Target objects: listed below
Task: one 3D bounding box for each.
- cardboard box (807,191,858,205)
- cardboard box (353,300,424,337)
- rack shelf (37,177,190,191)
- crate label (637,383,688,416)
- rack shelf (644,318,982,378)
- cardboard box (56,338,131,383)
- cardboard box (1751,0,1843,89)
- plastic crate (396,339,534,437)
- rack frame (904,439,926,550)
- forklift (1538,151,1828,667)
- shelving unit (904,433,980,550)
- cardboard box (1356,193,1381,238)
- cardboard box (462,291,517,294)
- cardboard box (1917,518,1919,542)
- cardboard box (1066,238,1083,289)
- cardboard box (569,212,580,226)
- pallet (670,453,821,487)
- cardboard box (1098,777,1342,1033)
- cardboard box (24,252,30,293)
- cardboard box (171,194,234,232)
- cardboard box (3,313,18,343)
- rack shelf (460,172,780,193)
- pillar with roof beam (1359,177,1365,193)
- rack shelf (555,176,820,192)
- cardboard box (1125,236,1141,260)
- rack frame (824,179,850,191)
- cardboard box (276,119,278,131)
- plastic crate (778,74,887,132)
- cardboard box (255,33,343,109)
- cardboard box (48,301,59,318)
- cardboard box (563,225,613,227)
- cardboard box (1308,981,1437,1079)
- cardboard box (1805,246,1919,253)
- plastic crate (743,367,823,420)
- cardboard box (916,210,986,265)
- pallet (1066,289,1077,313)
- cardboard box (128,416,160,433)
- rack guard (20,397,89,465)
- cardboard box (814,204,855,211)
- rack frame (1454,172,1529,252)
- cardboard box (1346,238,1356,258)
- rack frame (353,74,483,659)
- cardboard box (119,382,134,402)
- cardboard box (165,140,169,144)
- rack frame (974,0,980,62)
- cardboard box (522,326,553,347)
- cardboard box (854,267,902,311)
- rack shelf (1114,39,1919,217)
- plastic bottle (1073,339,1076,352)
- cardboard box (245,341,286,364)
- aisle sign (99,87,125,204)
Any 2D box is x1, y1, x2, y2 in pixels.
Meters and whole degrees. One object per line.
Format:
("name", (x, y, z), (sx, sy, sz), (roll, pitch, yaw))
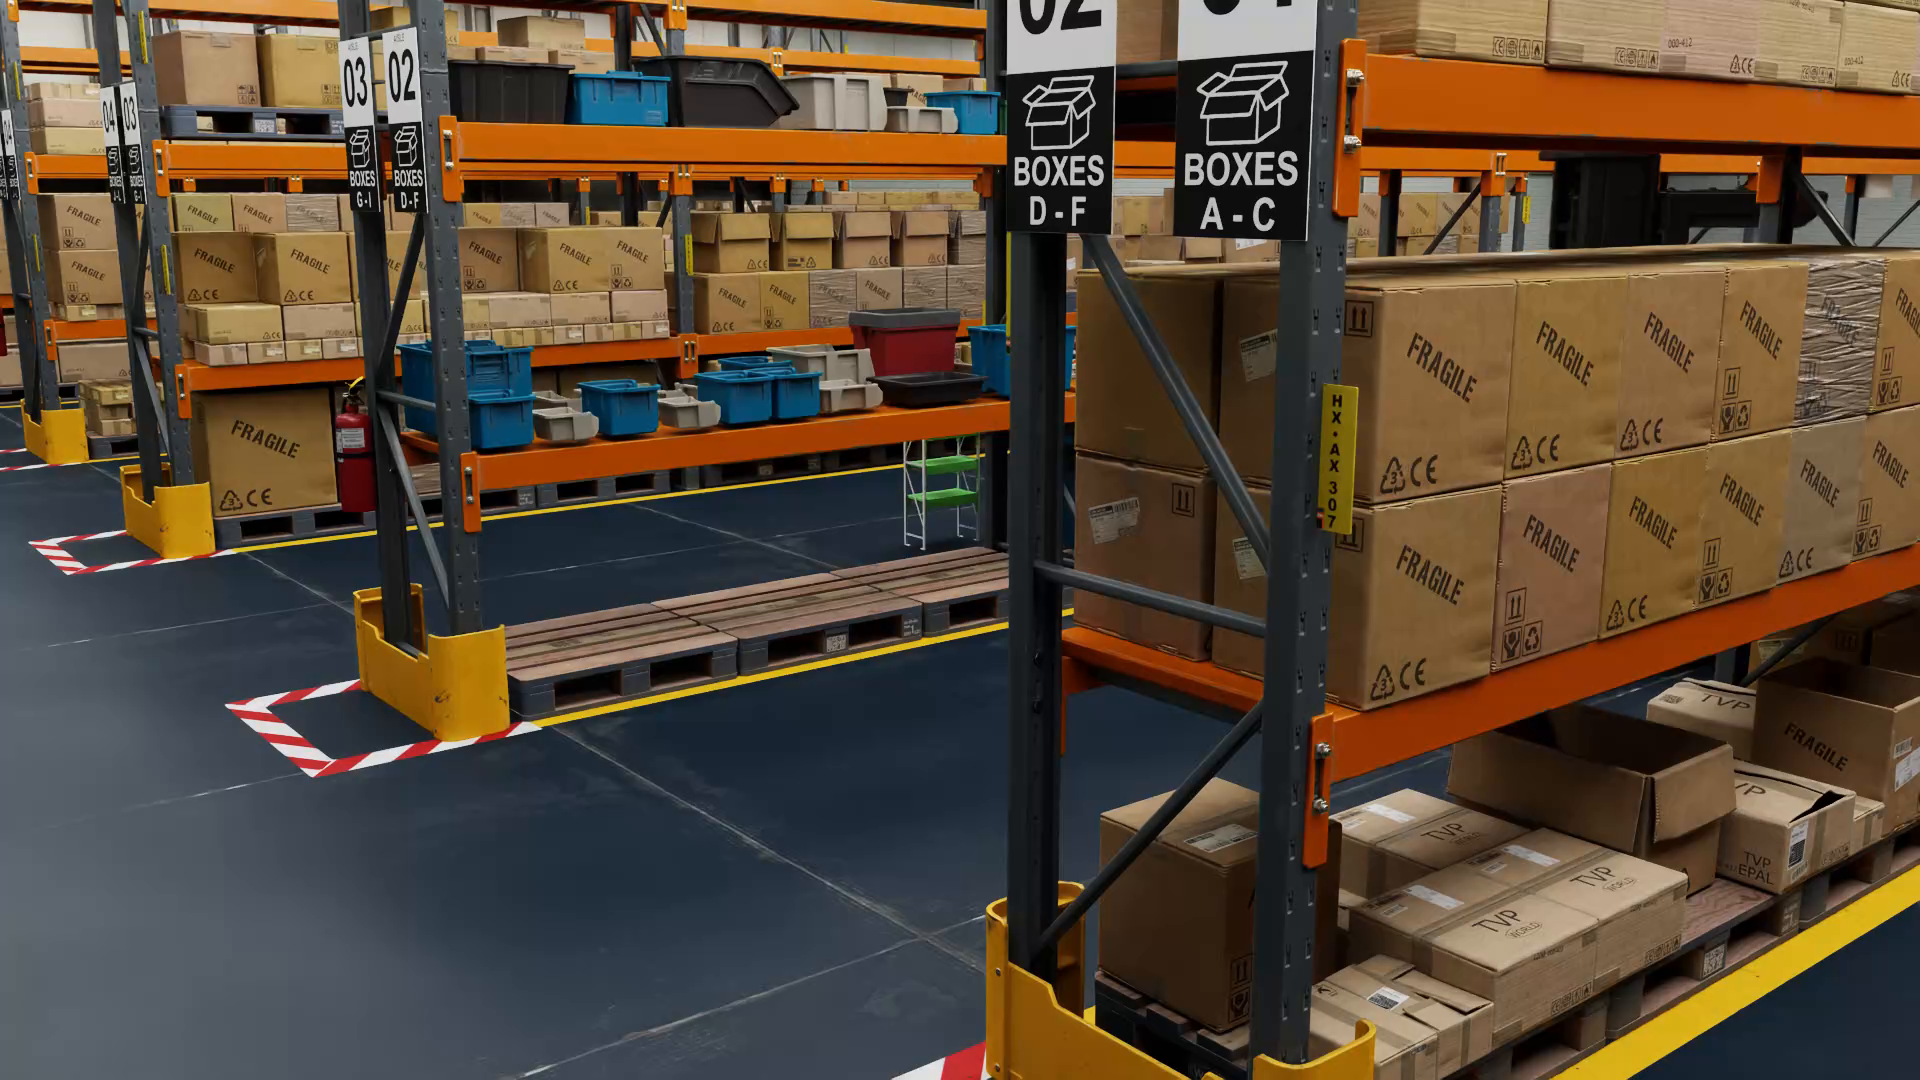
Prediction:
("cardboard box", (-2.038, -5.320, 26.596), (0.500, 0.500, 0.700), (-10, 15, -38))
("cardboard box", (-4.357, -1.674, 12.434), (0.500, 0.250, 0.500), (-10, 16, -40))
("rack shelf", (-13.430, -5.237, 24.079), (4.000, 0.370, 1.077), (-9, 15, -38))
("crate label", (-1.641, -0.757, 8.964), (0.243, 0.136, 0.396), (-9, 15, -38))
("rack shelf", (-1.012, -1.876, 15.476), (4.000, 0.370, 1.077), (-9, 15, -38))
("cardboard box", (-10.725, -2.231, 20.572), (0.875, 0.438, 0.875), (-9, 15, -36))
("cardboard box", (2.223, -1.456, 4.903), (0.500, 0.250, 0.500), (-9, 15, -38))
("plastic crate", (-2.458, -0.767, 8.289), (0.499, 0.435, 0.616), (-9, 15, -38))
("rack frame", (-0.320, -0.534, 11.754), (0.015, 1.200, 0.240), (-9, 15, -38))
("forklift", (4.000, -0.867, 9.154), (3.031, 2.935, 1.130), (2, 12, 8))
("shelving unit", (-0.129, -0.565, 11.903), (0.503, 1.200, 0.258), (-9, 15, -38))
("cardboard box", (4.573, -3.773, 19.310), (0.500, 0.500, 0.500), (-9, 15, -38))
("cardboard box", (-3.896, -1.891, 13.456), (0.500, 0.250, 0.500), (-9, 15, -36))
("cardboard box", (3.382, -0.304, 6.098), (0.500, 0.500, 0.500), (-9, 15, -37))
("cardboard box", (0.947, -2.819, 16.930), (0.500, 0.500, 0.500), (11, 16, 43))
("cardboard box", (-5.459, -4.599, 24.598), (0.500, 0.500, 0.500), (-10, 16, -39))
("pallet", (-2.018, -0.717, 14.998), (1.213, 0.211, 1.003), (-9, 15, -38))
("cardboard box", (0.760, 1.054, 4.900), (0.500, 0.500, 0.500), (-9, 15, -38))
("cardboard box", (-10.956, -3.192, 19.699), (0.500, 0.500, 0.500), (-10, 15, -38))
("cardboard box", (-7.390, -3.097, 16.126), (0.500, 0.500, 0.500), (-10, 15, -39))
("cardboard box", (-13.763, -3.013, 24.104), (0.500, 0.500, 0.700), (-9, 15, -35))
("rack shelf", (-4.031, -4.161, 19.015), (4.000, 0.370, 1.077), (-9, 15, -38))
("pillar with roof beam", (13.140, -10.566, 40.222), (0.548, 9.000, 9.100), (-9, 15, -38))
("rack shelf", (-4.079, -5.470, 25.179), (4.000, 0.370, 1.077), (-9, 15, -38))
("cardboard box", (2.196, -4.159, 24.131), (0.500, 0.550, 0.875), (-9, 15, -38))
("rack frame", (-2.498, -5.938, 32.871), (0.127, 3.000, 1.000), (-9, 15, -38))
("cardboard box", (-7.008, -4.118, 16.237), (0.500, 0.250, 0.500), (-10, 16, -40))
("plastic crate", (-0.679, -2.293, 8.771), (0.530, 0.282, 0.437), (-9, 15, -38))
("cardboard box", (-4.810, -3.350, 11.969), (0.500, 0.500, 0.700), (-10, 16, -40))
("cardboard box", (-8.638, -2.233, 16.027), (0.250, 0.149, 0.380), (-9, 15, -38))
("cardboard box", (-3.107, -2.387, 13.989), (0.500, 0.500, 0.500), (-9, 15, -38))
("cardboard box", (1.031, 1.338, 4.410), (0.250, 0.149, 0.380), (-9, 15, -38))
("cardboard box", (3.379, -0.792, 5.989), (0.500, 0.500, 0.500), (-9, 15, -37))
("plastic crate", (-0.942, -0.782, 8.850), (0.300, 0.233, 0.416), (-9, 15, -38))
("cardboard box", (-0.031, -2.935, 16.075), (0.637, 0.503, 0.797), (-9, 15, -36))
("pallet", (1.040, -2.504, 17.160), (1.003, 0.211, 1.213), (-9, 15, -38))
("cardboard box", (-7.954, -1.142, 16.136), (0.250, 0.149, 0.380), (-10, 15, -38))
("rack guard", (-8.657, -1.055, 15.891), (0.348, 0.500, 1.175), (-9, 15, -38))
("cardboard box", (-1.719, -3.966, 20.937), (0.500, 0.500, 0.700), (-10, 15, -38))
("rack frame", (6.797, -3.526, 21.512), (0.127, 3.000, 1.000), (-9, 15, -38))
("cardboard box", (4.064, -3.250, 19.254), (0.500, 0.500, 0.875), (-9, 15, -38))
("rack frame", (-2.603, -0.646, 7.952), (0.127, 3.000, 1.000), (-9, 15, -38))
("cardboard box", (-7.955, -1.437, 16.097), (0.250, 0.149, 0.380), (-9, 15, -37))
("cardboard box", (-7.792, -3.746, 15.687), (0.500, 0.250, 0.500), (-9, 15, -36))
("rack frame", (0.606, -8.068, 28.459), (0.127, 3.000, 1.000), (-9, 15, -38))
("cardboard box", (-3.410, -1.620, 13.140), (0.250, 0.149, 0.380), (-9, 15, -37))
("cardboard box", (-0.875, -2.235, 15.192), (0.500, 0.500, 0.500), (-9, 15, -37))
("rack shelf", (2.051, -1.218, 5.151), (4.000, 0.370, 1.077), (-9, 15, -38))
("plastic bottle", (0.779, -1.249, 11.072), (0.133, 0.283, 0.061), (-9, 15, -38))
("cardboard box", (-5.014, -1.353, 11.884), (0.250, 0.149, 0.380), (-10, 15, -38))
("aisle sign", (-5.940, -2.761, 11.650), (0.004, 0.787, 0.394), (-9, 15, -38))
